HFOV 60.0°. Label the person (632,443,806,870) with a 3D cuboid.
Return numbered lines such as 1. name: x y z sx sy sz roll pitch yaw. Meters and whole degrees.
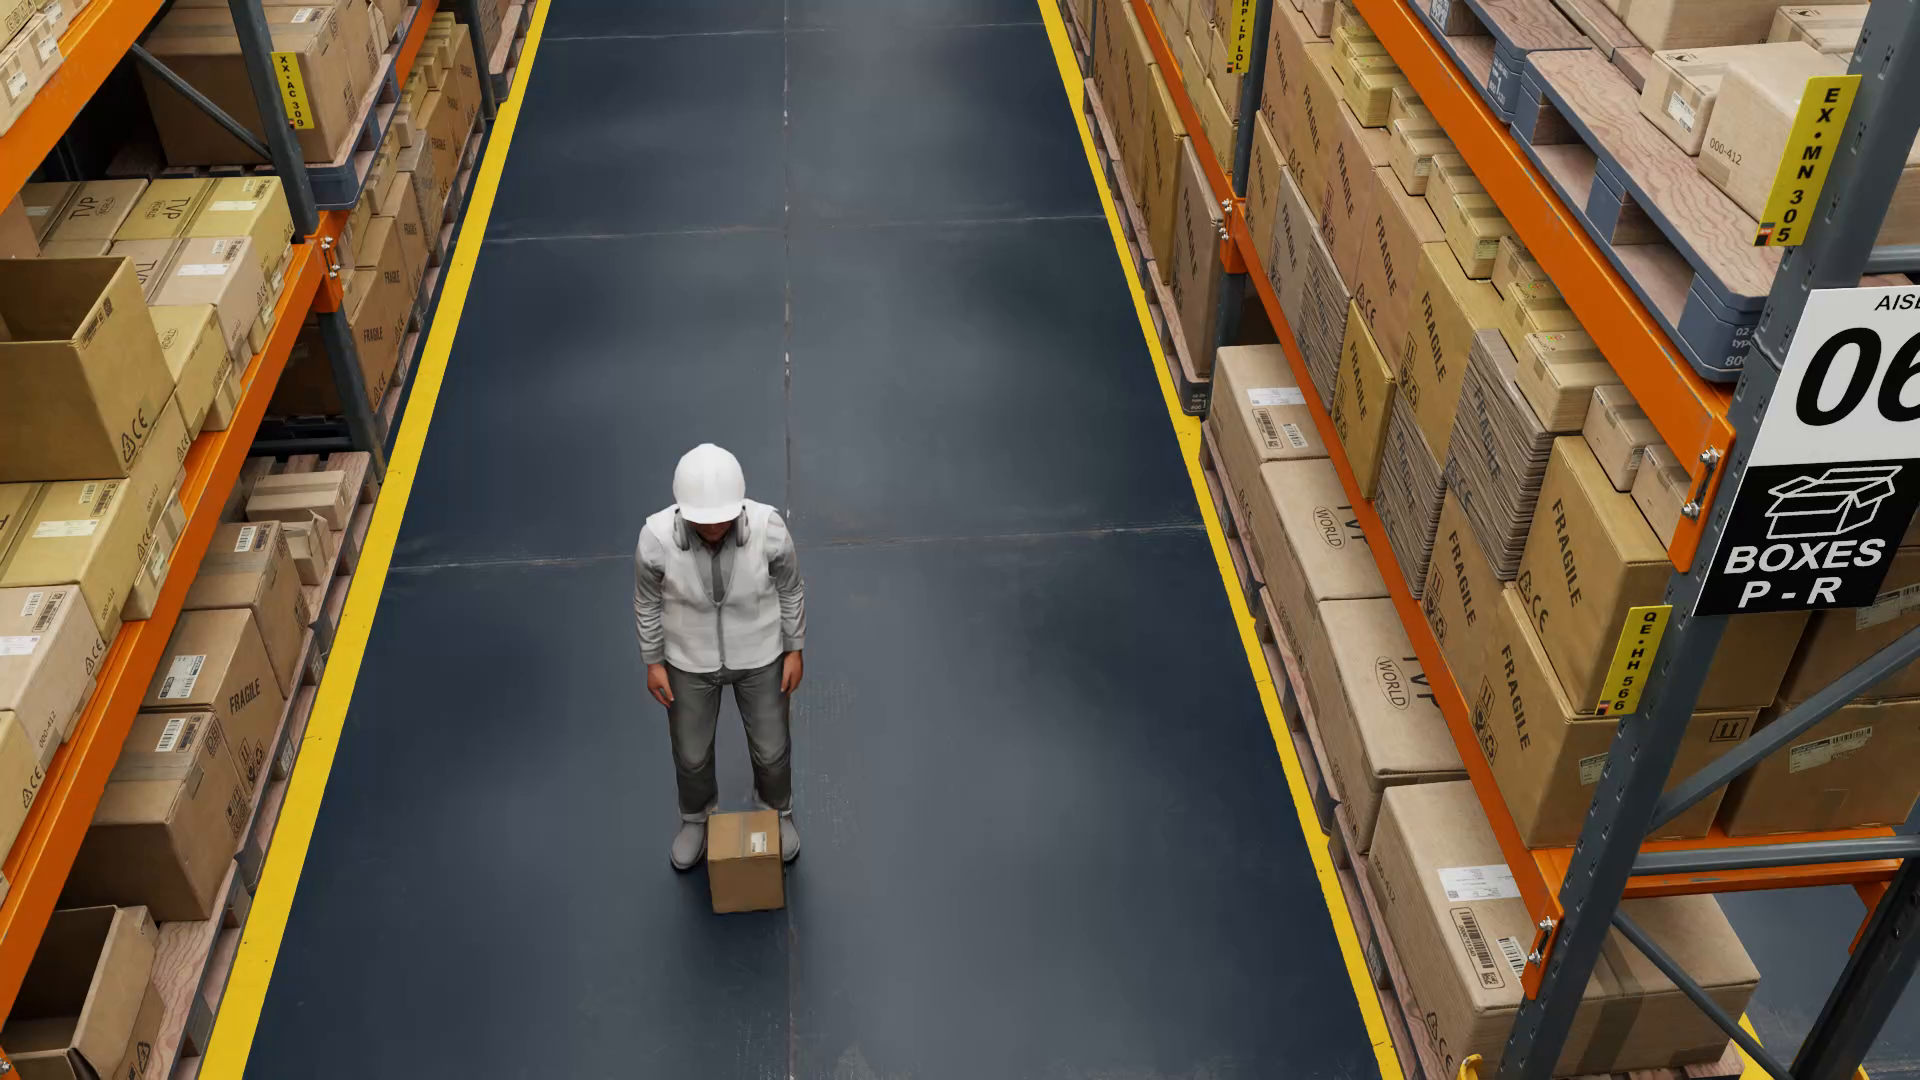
1. person: -0.797 0.387 5.653 0.570 1.772 0.456 -4 39 -5
